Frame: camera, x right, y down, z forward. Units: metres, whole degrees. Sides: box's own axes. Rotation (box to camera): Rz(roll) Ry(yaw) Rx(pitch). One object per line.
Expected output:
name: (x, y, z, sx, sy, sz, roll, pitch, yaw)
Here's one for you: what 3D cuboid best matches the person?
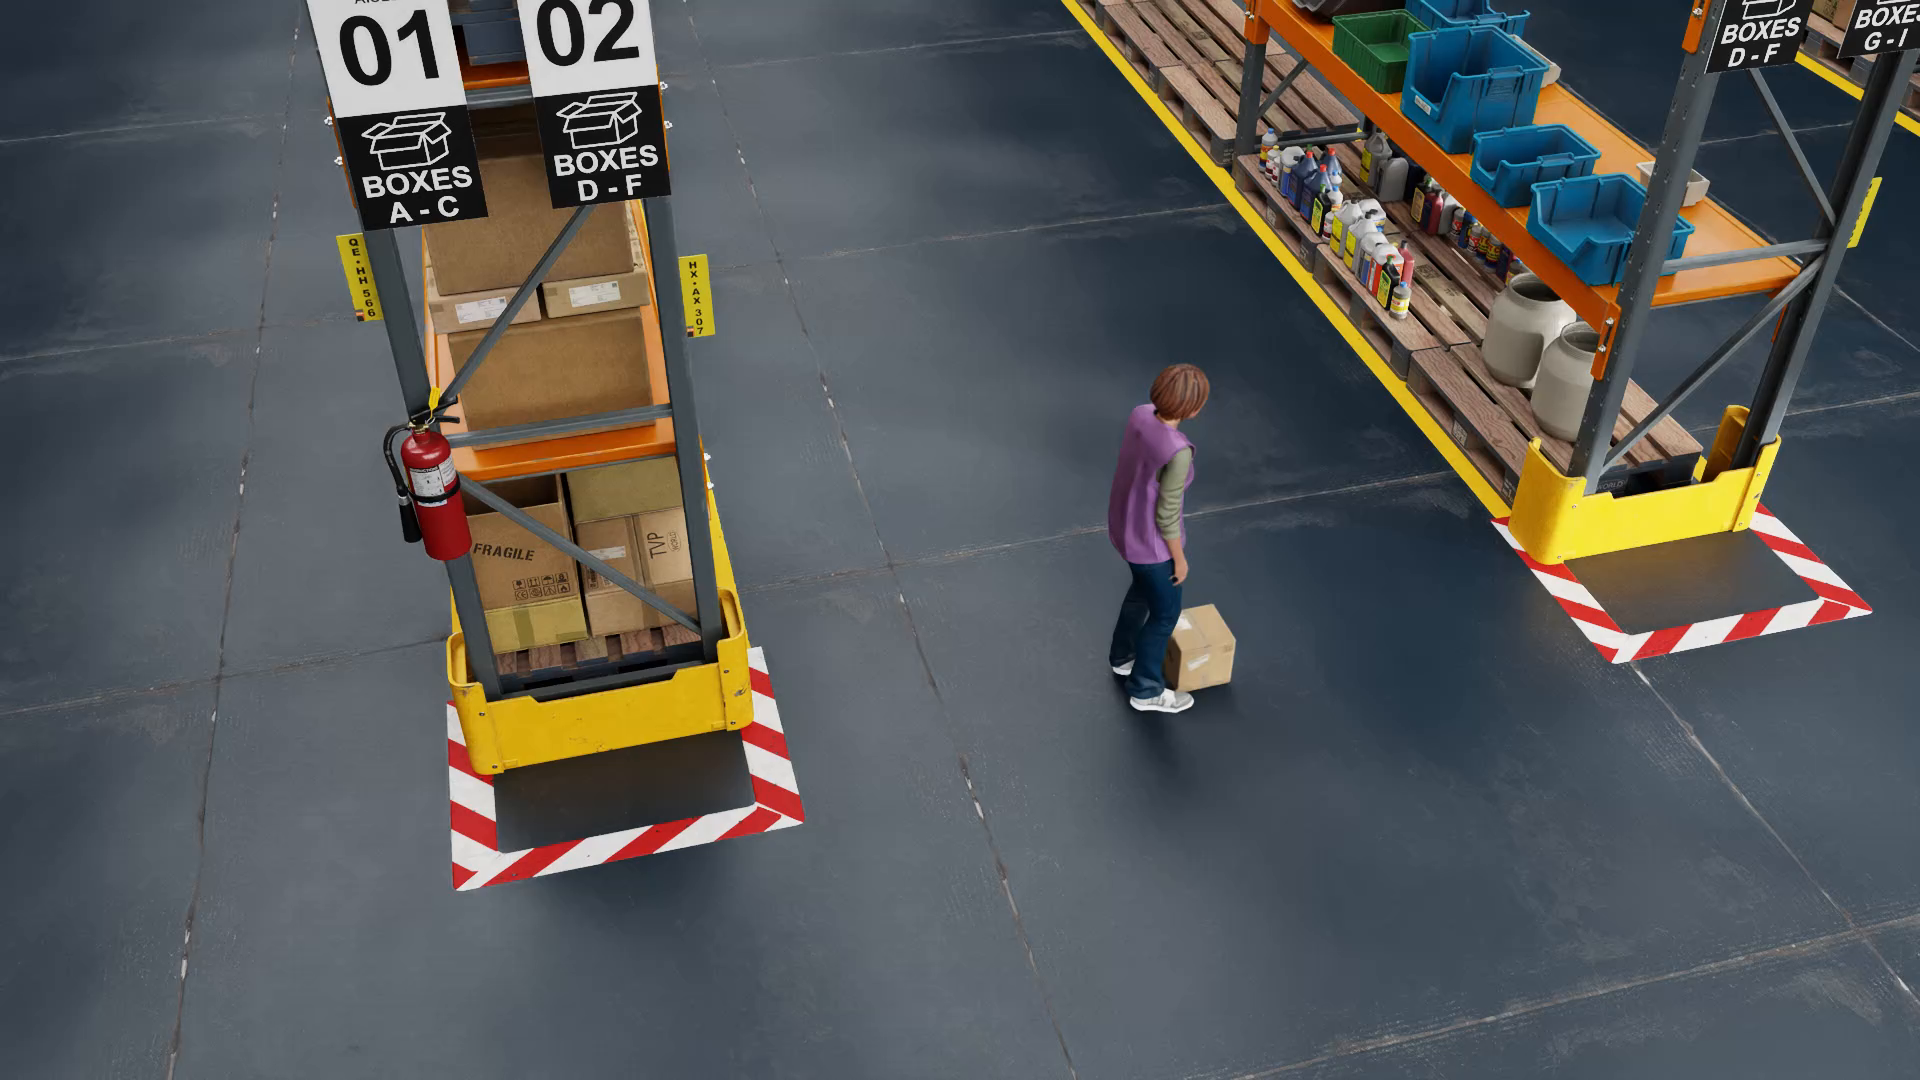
person: (0.784, -0.006, 6.730, 0.347, 1.592, 0.466, -11, 40, -13)
